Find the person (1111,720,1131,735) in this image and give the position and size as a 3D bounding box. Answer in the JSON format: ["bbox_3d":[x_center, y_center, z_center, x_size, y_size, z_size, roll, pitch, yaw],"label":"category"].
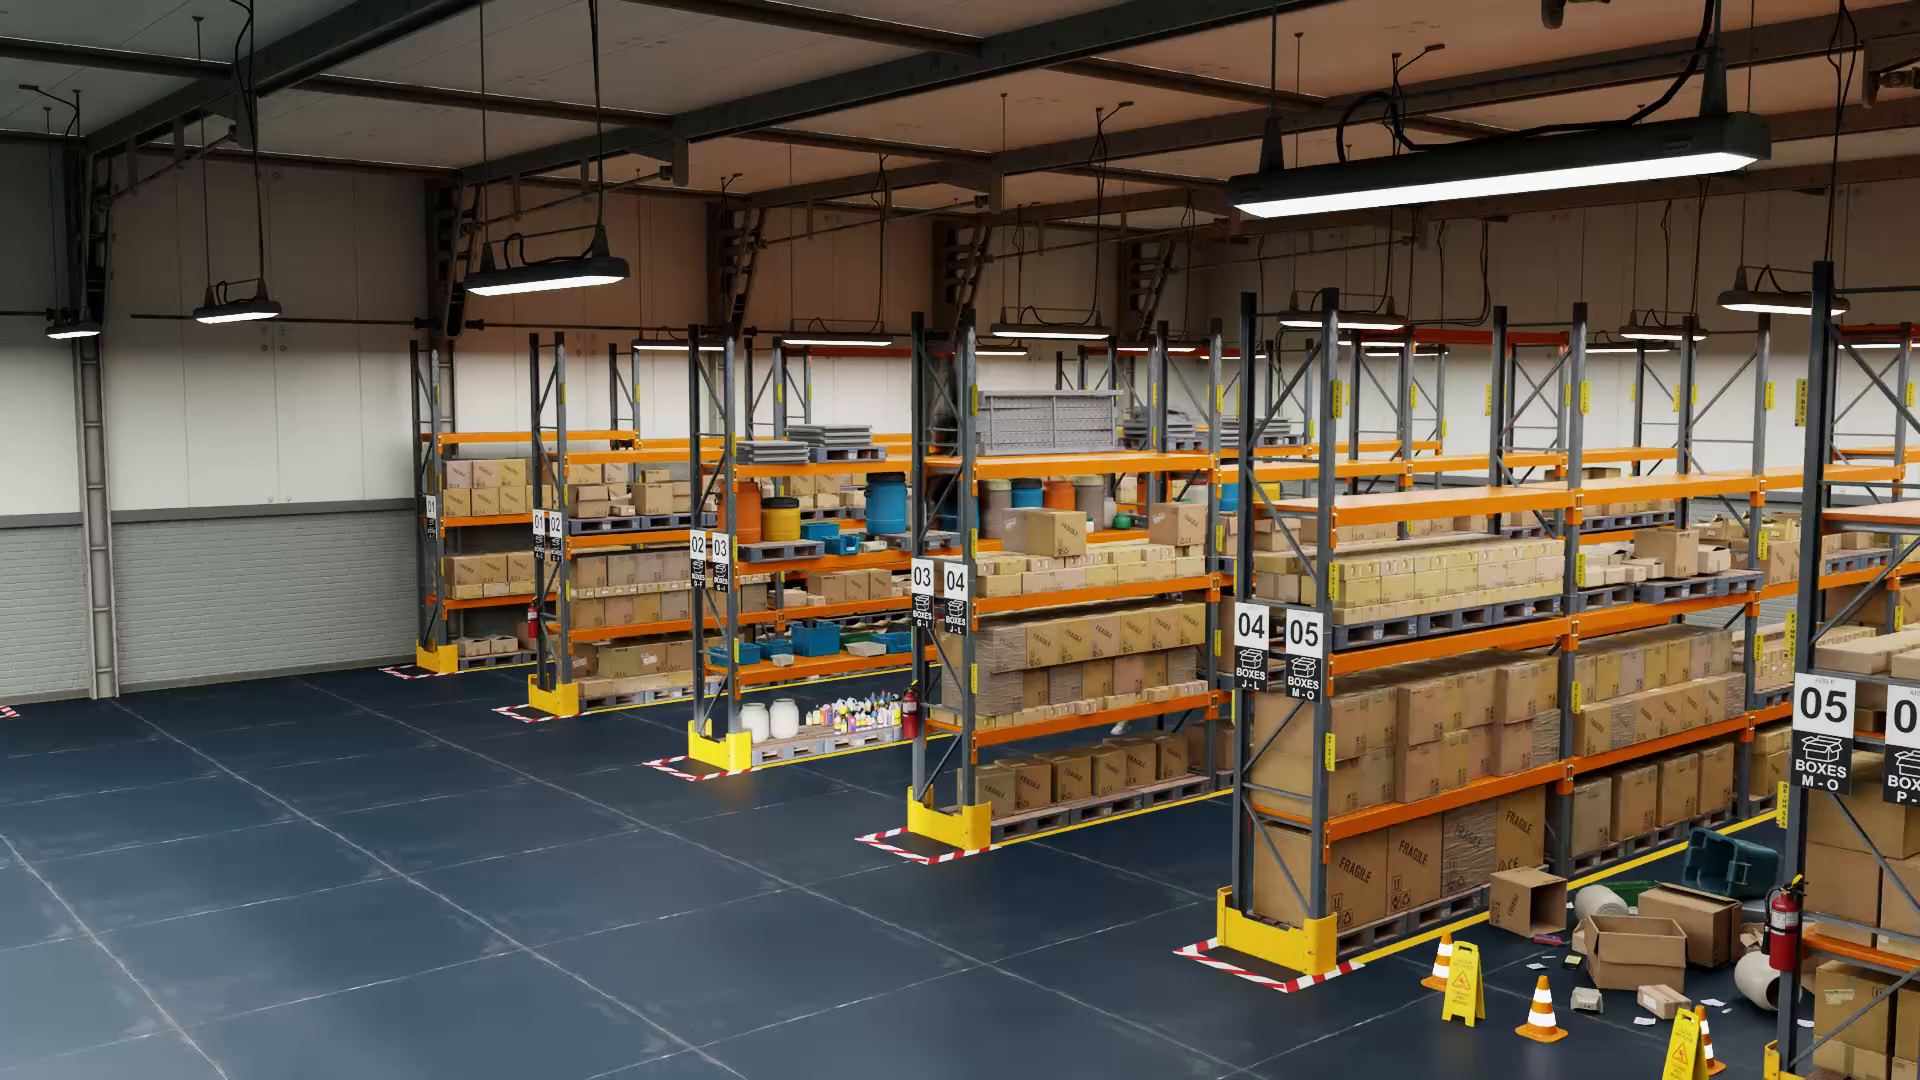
[{"bbox_3d":[2.463,1.902,23.573,0.710,1.668,0.861,5,7,45],"label":"person"}]
